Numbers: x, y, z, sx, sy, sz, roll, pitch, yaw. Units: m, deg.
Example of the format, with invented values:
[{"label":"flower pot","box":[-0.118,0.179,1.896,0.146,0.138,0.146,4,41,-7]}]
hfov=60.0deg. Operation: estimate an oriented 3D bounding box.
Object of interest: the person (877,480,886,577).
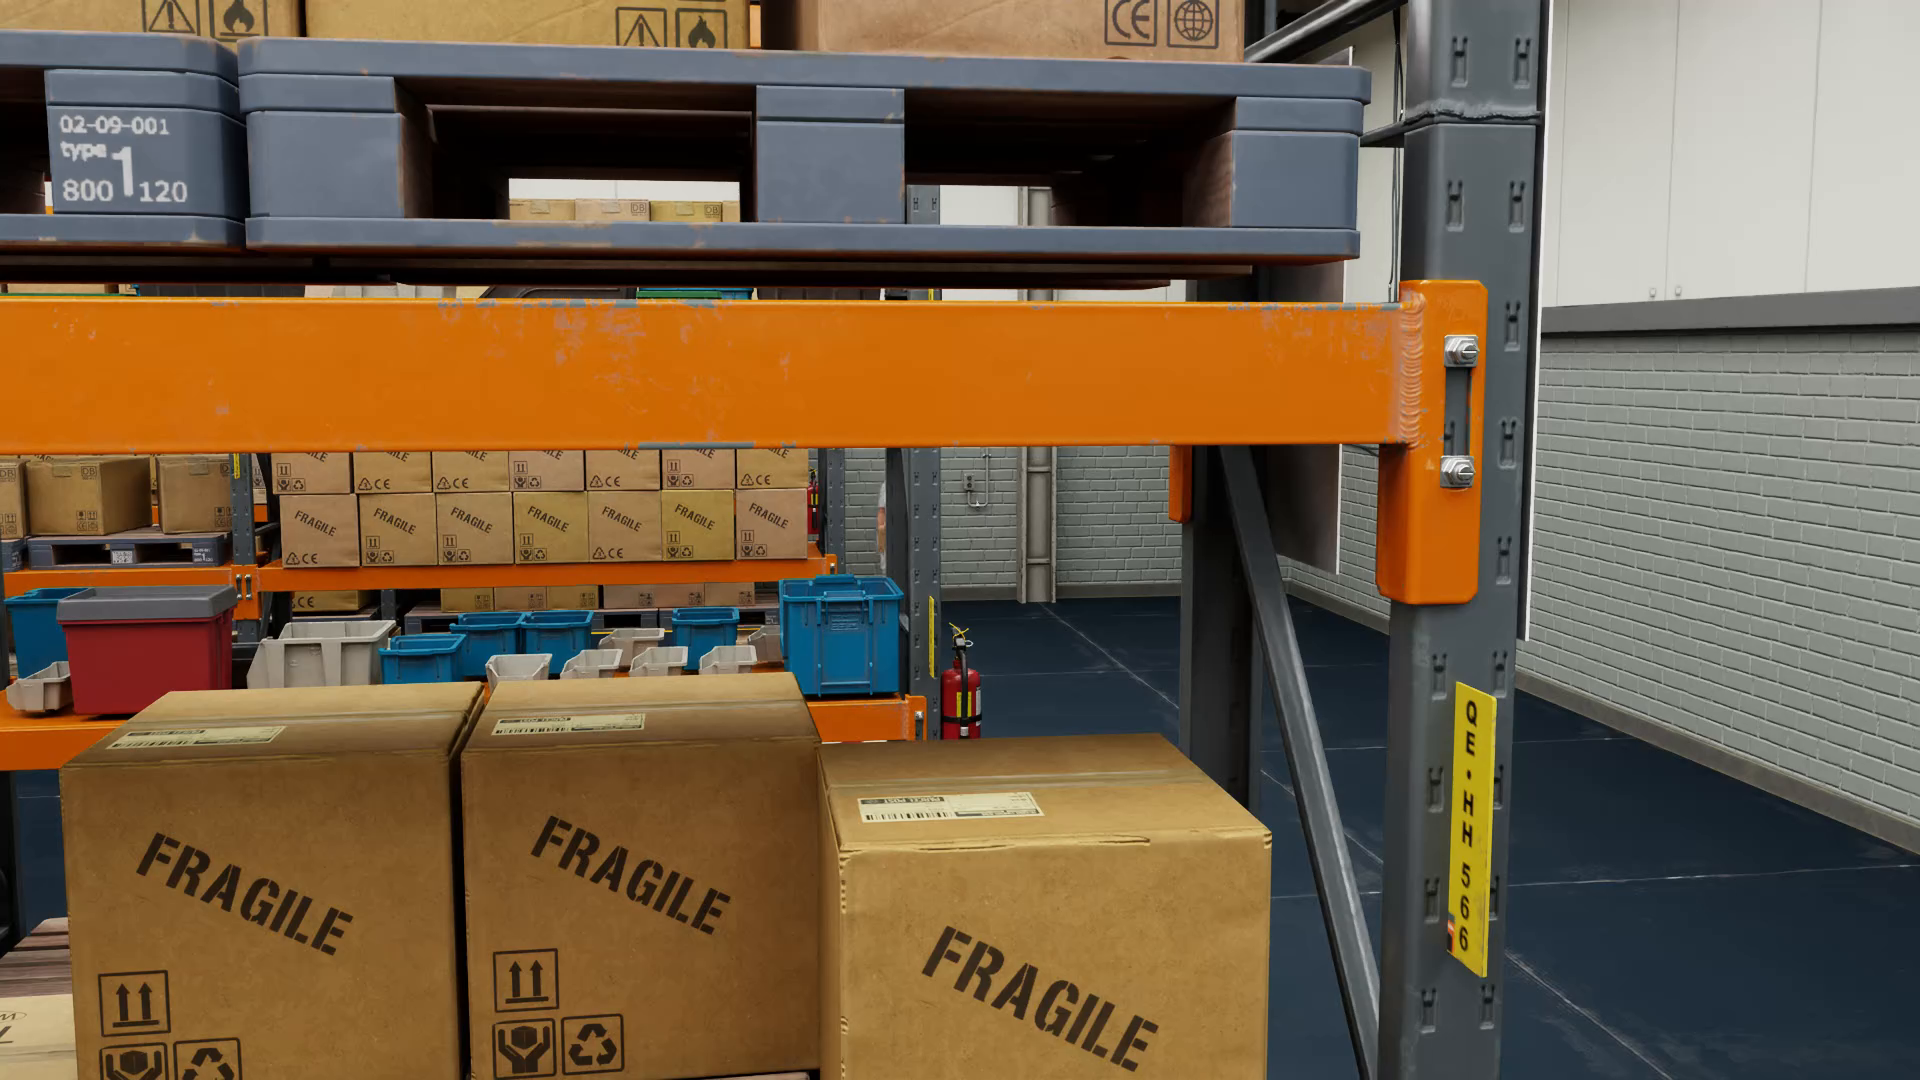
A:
[{"label":"person","box":[-0.584,-0.001,16.607,0.542,1.789,0.520,2,7,18]}]
